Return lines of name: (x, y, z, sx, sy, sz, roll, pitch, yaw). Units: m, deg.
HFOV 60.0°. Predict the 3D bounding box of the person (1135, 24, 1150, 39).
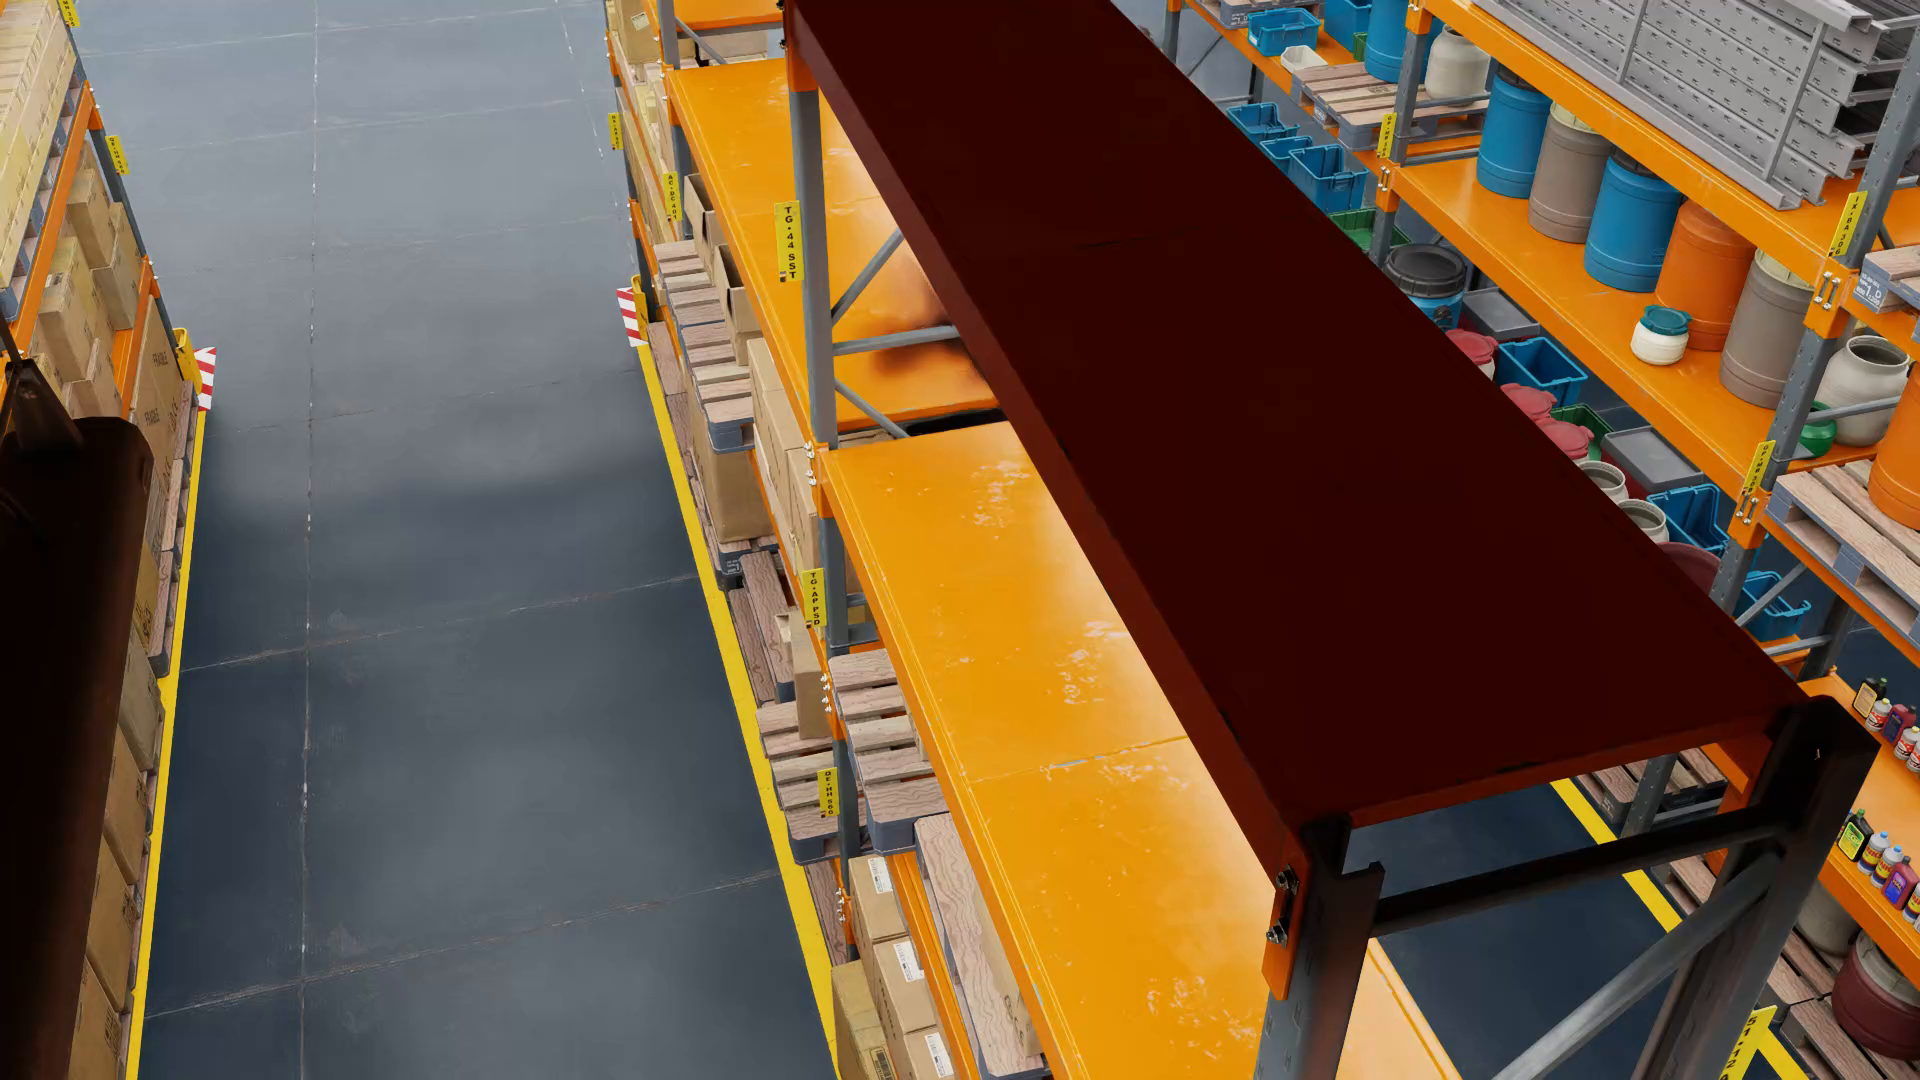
person: (1.795, -4.568, 17.263, 0.624, 1.645, 0.568, 5, 39, 6)
